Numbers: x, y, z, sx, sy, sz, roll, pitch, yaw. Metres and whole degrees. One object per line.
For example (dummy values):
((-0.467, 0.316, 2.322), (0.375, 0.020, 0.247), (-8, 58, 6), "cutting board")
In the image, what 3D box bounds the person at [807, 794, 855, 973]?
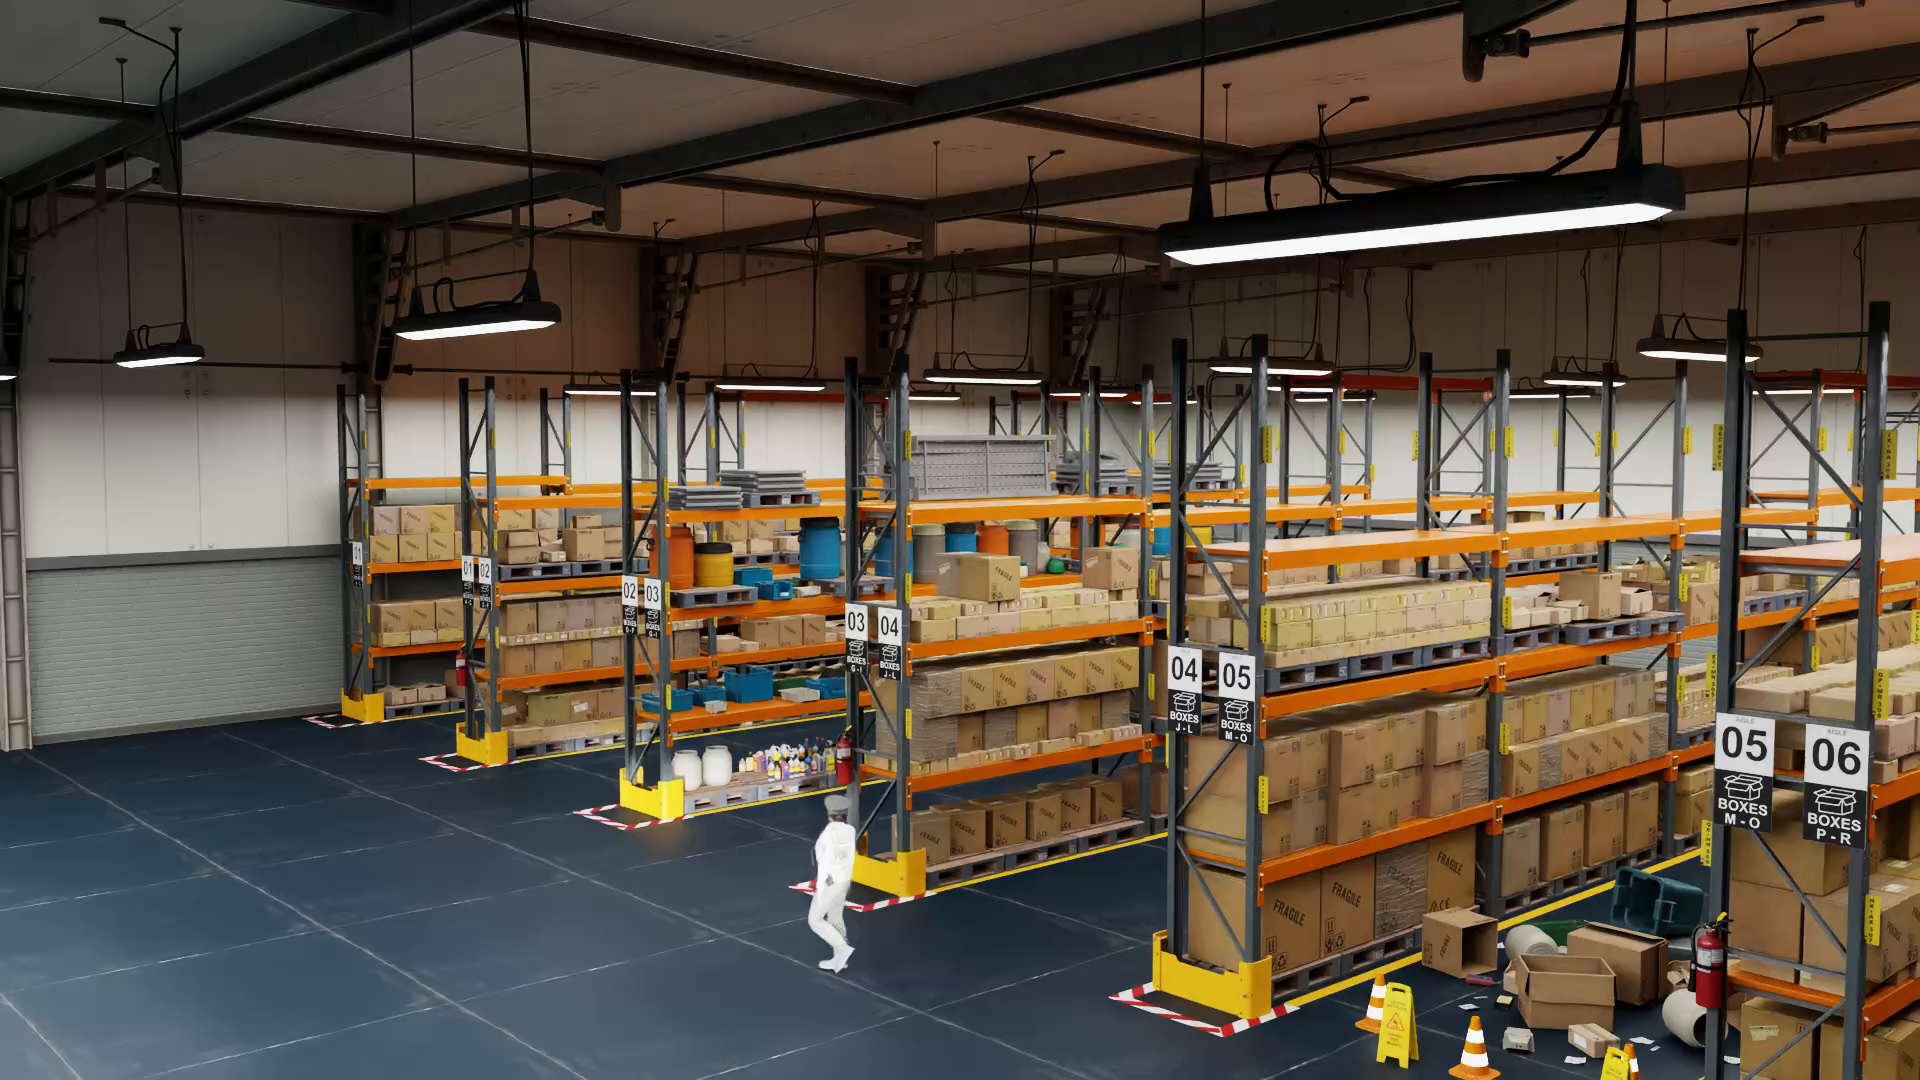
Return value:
((-1.220, 3.269, 15.807), (0.411, 1.682, 0.471), (1, 4, 8), "person")
